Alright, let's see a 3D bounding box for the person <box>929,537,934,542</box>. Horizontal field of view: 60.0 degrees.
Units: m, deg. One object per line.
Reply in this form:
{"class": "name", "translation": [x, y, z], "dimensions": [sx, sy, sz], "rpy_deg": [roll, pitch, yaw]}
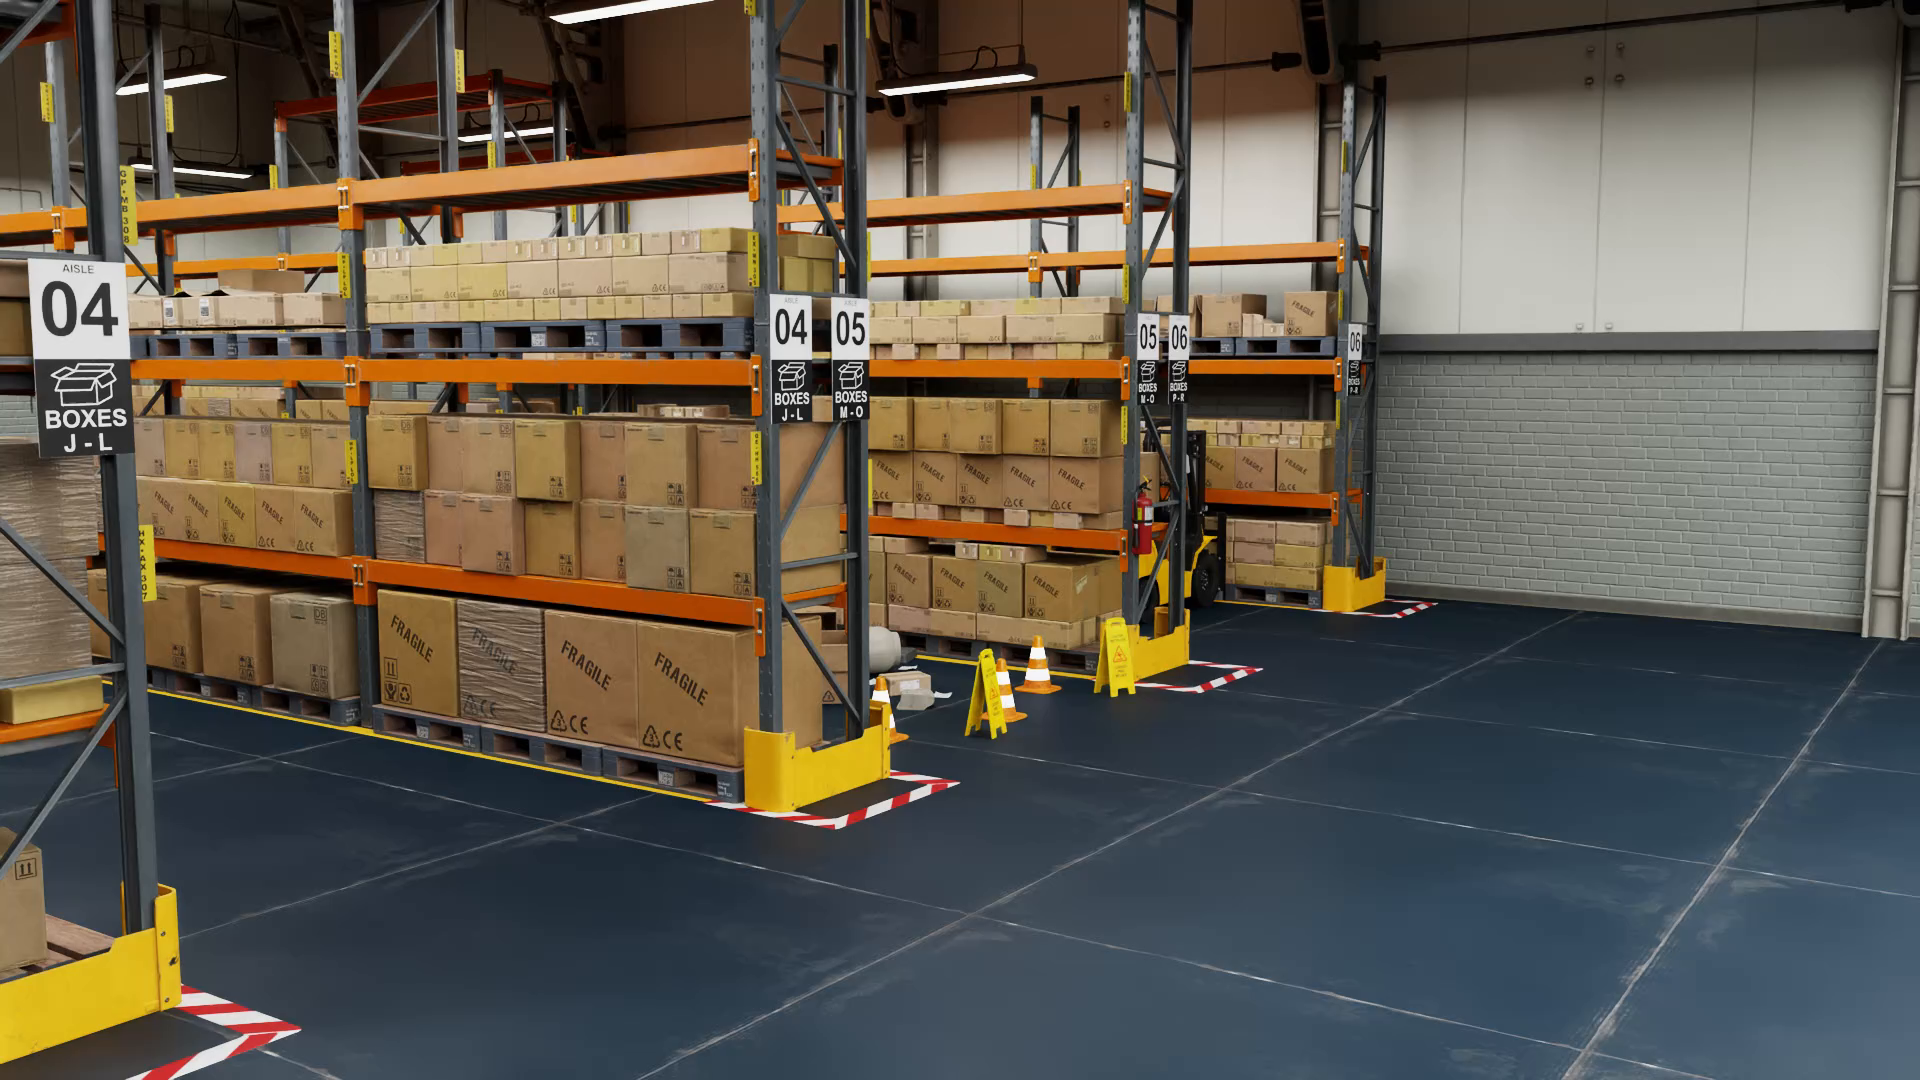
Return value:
{"class": "person", "translation": [-0.563, -0.068, 18.303], "dimensions": [0.986, 1.732, 0.650], "rpy_deg": [1, 6, 10]}
